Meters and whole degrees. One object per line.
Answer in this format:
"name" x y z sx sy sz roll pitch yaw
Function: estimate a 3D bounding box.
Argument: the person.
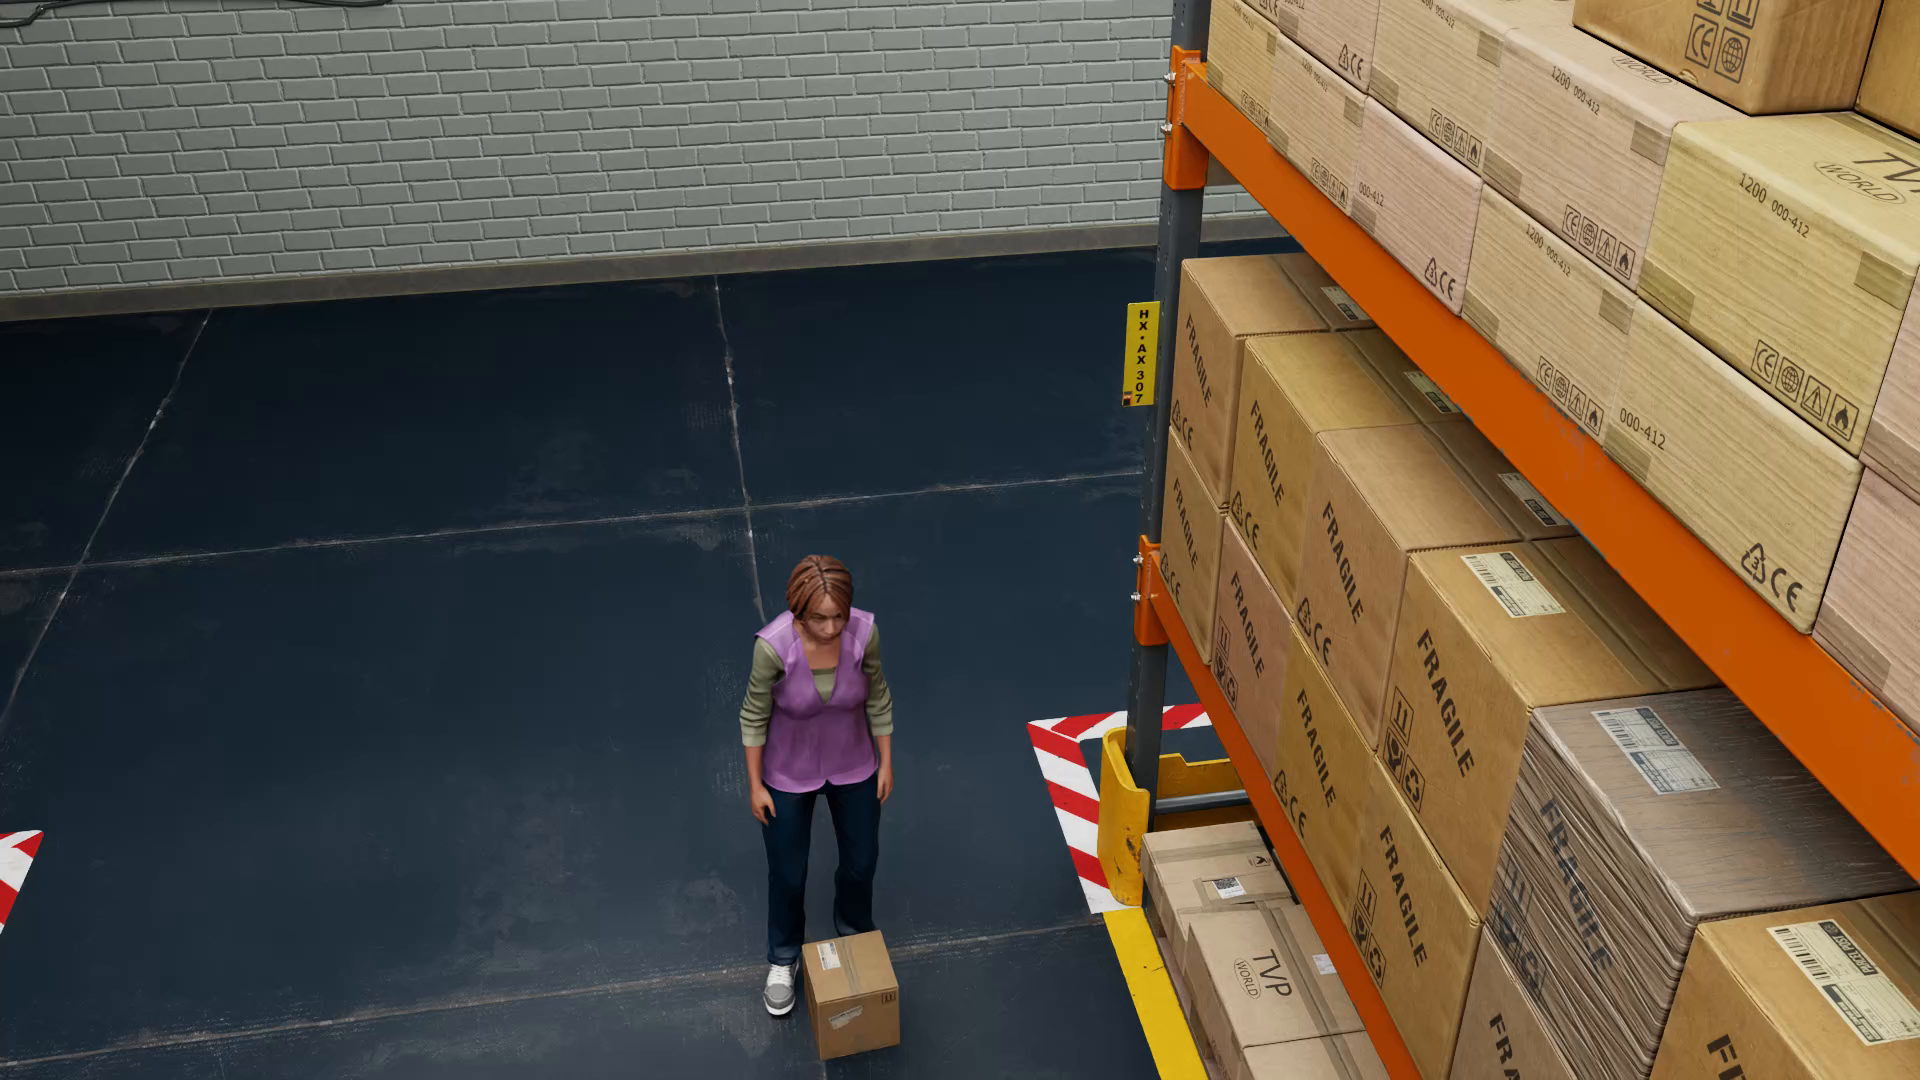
"person" -0.417 0.710 4.969 0.468 1.591 0.346 -9 32 -14
